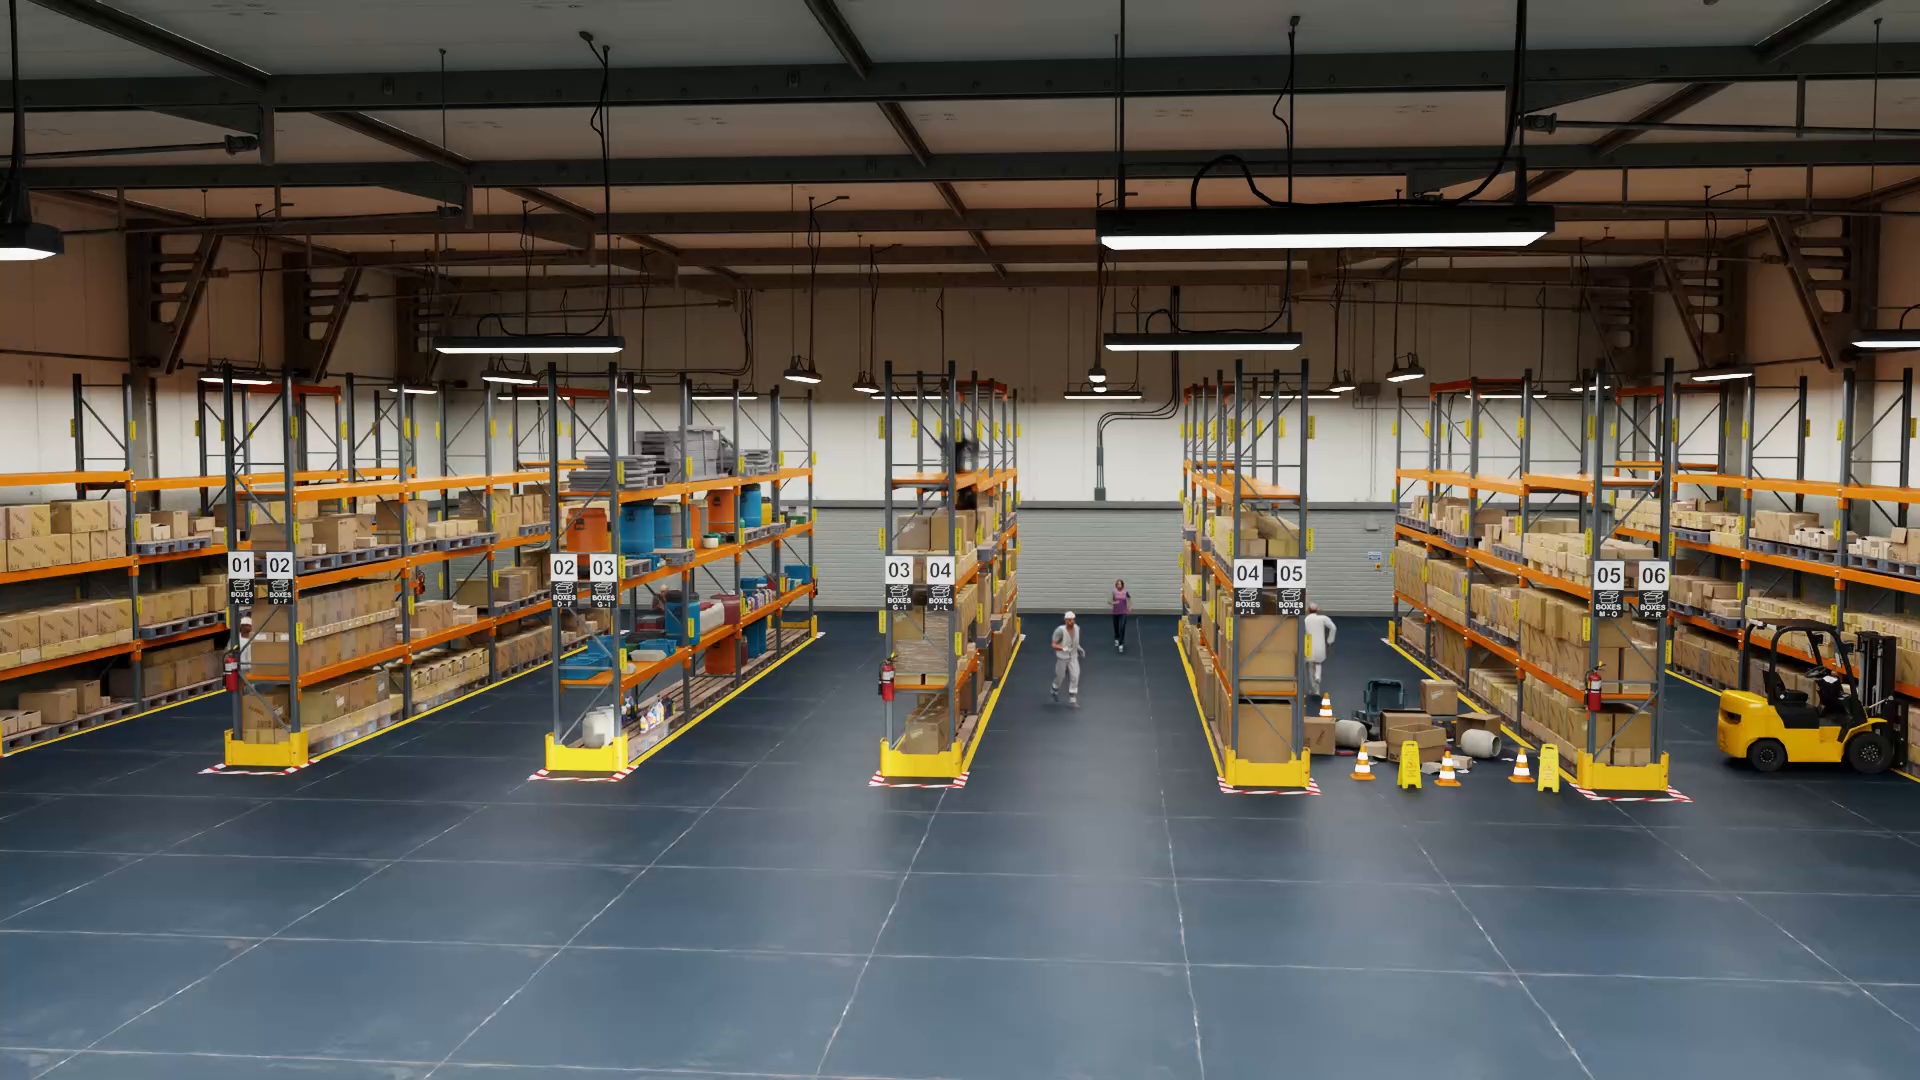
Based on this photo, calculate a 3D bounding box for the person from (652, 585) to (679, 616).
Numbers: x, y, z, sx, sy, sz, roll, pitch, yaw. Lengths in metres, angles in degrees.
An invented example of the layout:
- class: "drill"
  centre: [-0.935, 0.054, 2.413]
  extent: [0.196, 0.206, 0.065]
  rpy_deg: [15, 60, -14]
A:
- class: "person"
  centre: [-6.675, 1.740, 38.103]
  extent: [0.727, 1.493, 1.051]
  rpy_deg: [-1, 4, -9]

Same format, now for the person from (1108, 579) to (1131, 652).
- class: "person"
  centre: [3.633, 1.693, 37.841]
  extent: [0.520, 1.604, 0.861]
  rpy_deg: [0, 4, 5]

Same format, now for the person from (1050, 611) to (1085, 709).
- class: "person"
  centre: [1.918, 2.143, 30.108]
  extent: [0.686, 1.754, 0.972]
  rpy_deg: [-1, 4, -20]

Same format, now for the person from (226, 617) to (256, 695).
- class: "person"
  centre: [-12.314, 2.229, 28.767]
  extent: [0.653, 1.823, 0.855]
  rpy_deg: [0, 4, -5]

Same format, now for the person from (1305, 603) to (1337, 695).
- class: "person"
  centre: [6.744, 2.098, 31.567]
  extent: [0.763, 1.651, 0.589]
  rpy_deg: [0, 4, 7]
